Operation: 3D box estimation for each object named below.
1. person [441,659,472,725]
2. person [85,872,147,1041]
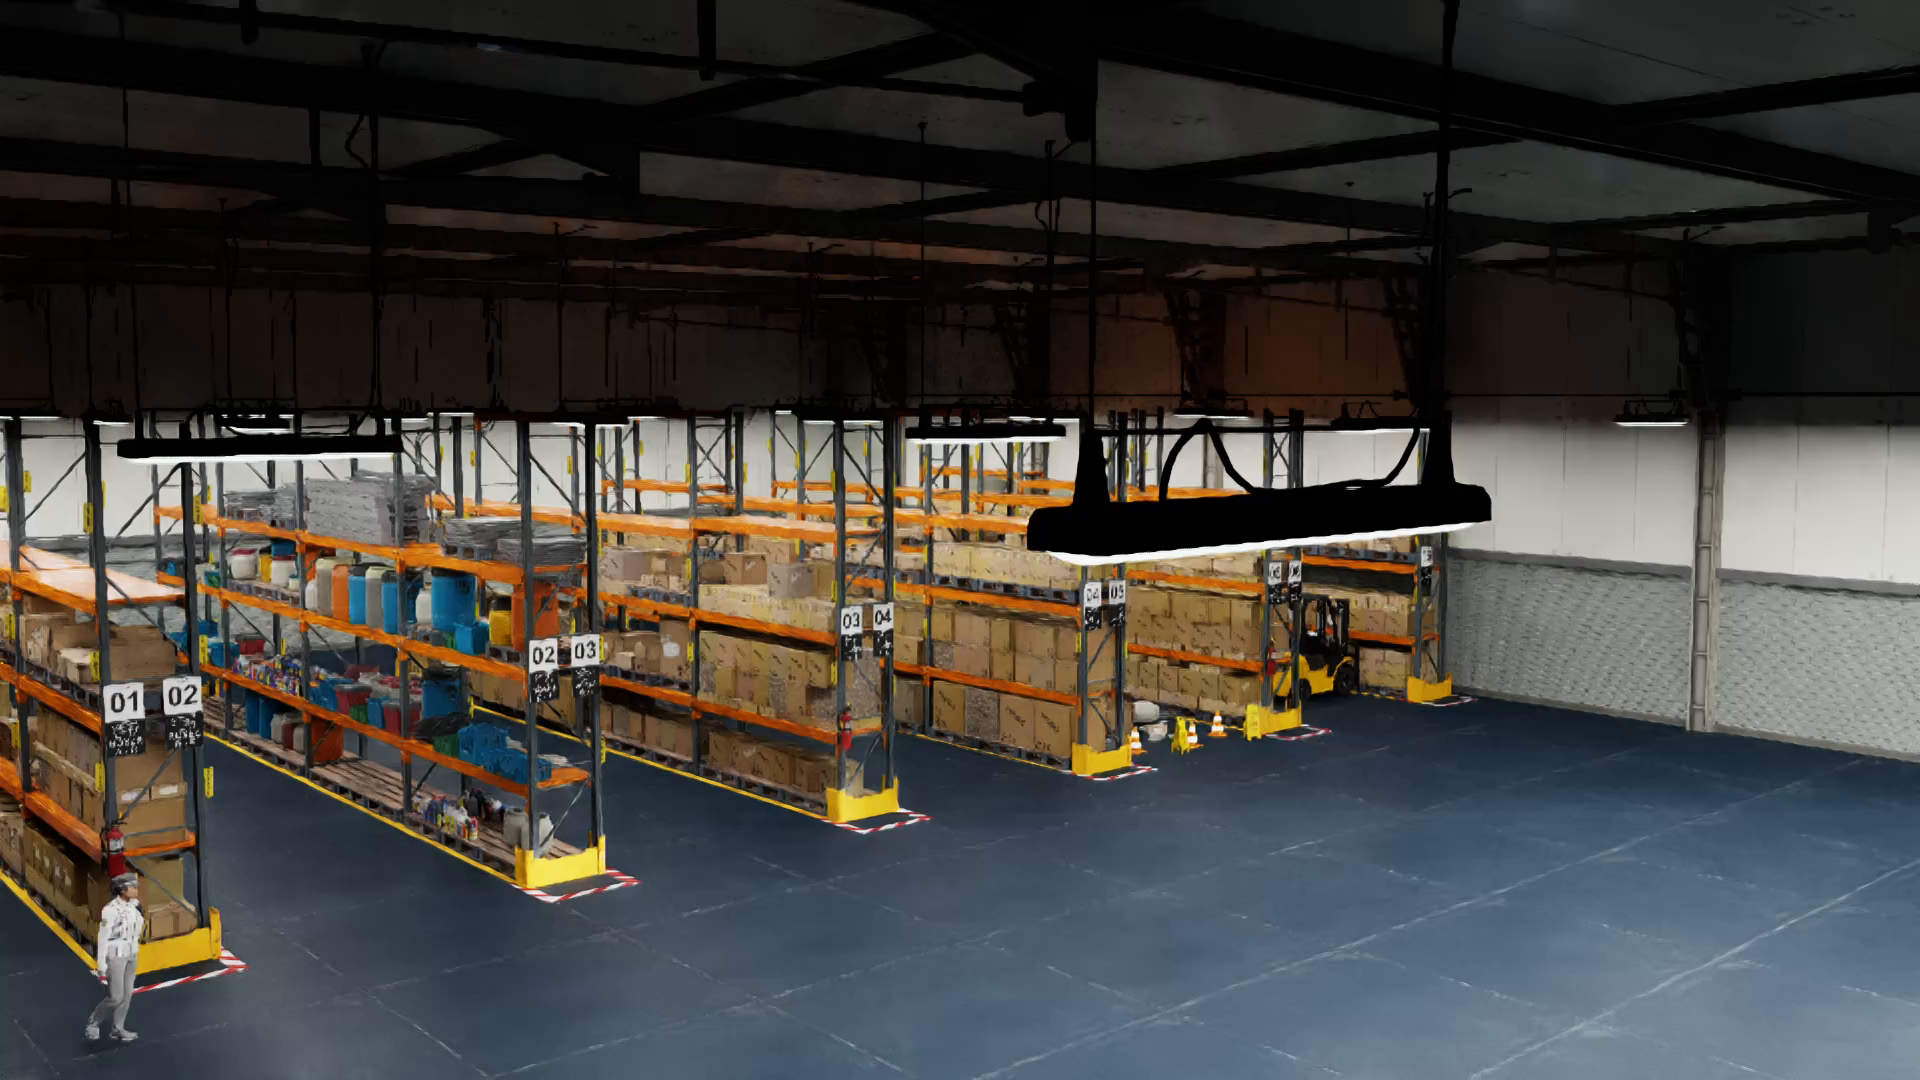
[{"bbox_3d":[-9.573,2.649,31.687,0.624,1.765,0.449,2,5,18],"label":"person"},{"bbox_3d":[-8.273,4.075,16.268,0.518,1.668,0.538,1,5,12],"label":"person"}]
